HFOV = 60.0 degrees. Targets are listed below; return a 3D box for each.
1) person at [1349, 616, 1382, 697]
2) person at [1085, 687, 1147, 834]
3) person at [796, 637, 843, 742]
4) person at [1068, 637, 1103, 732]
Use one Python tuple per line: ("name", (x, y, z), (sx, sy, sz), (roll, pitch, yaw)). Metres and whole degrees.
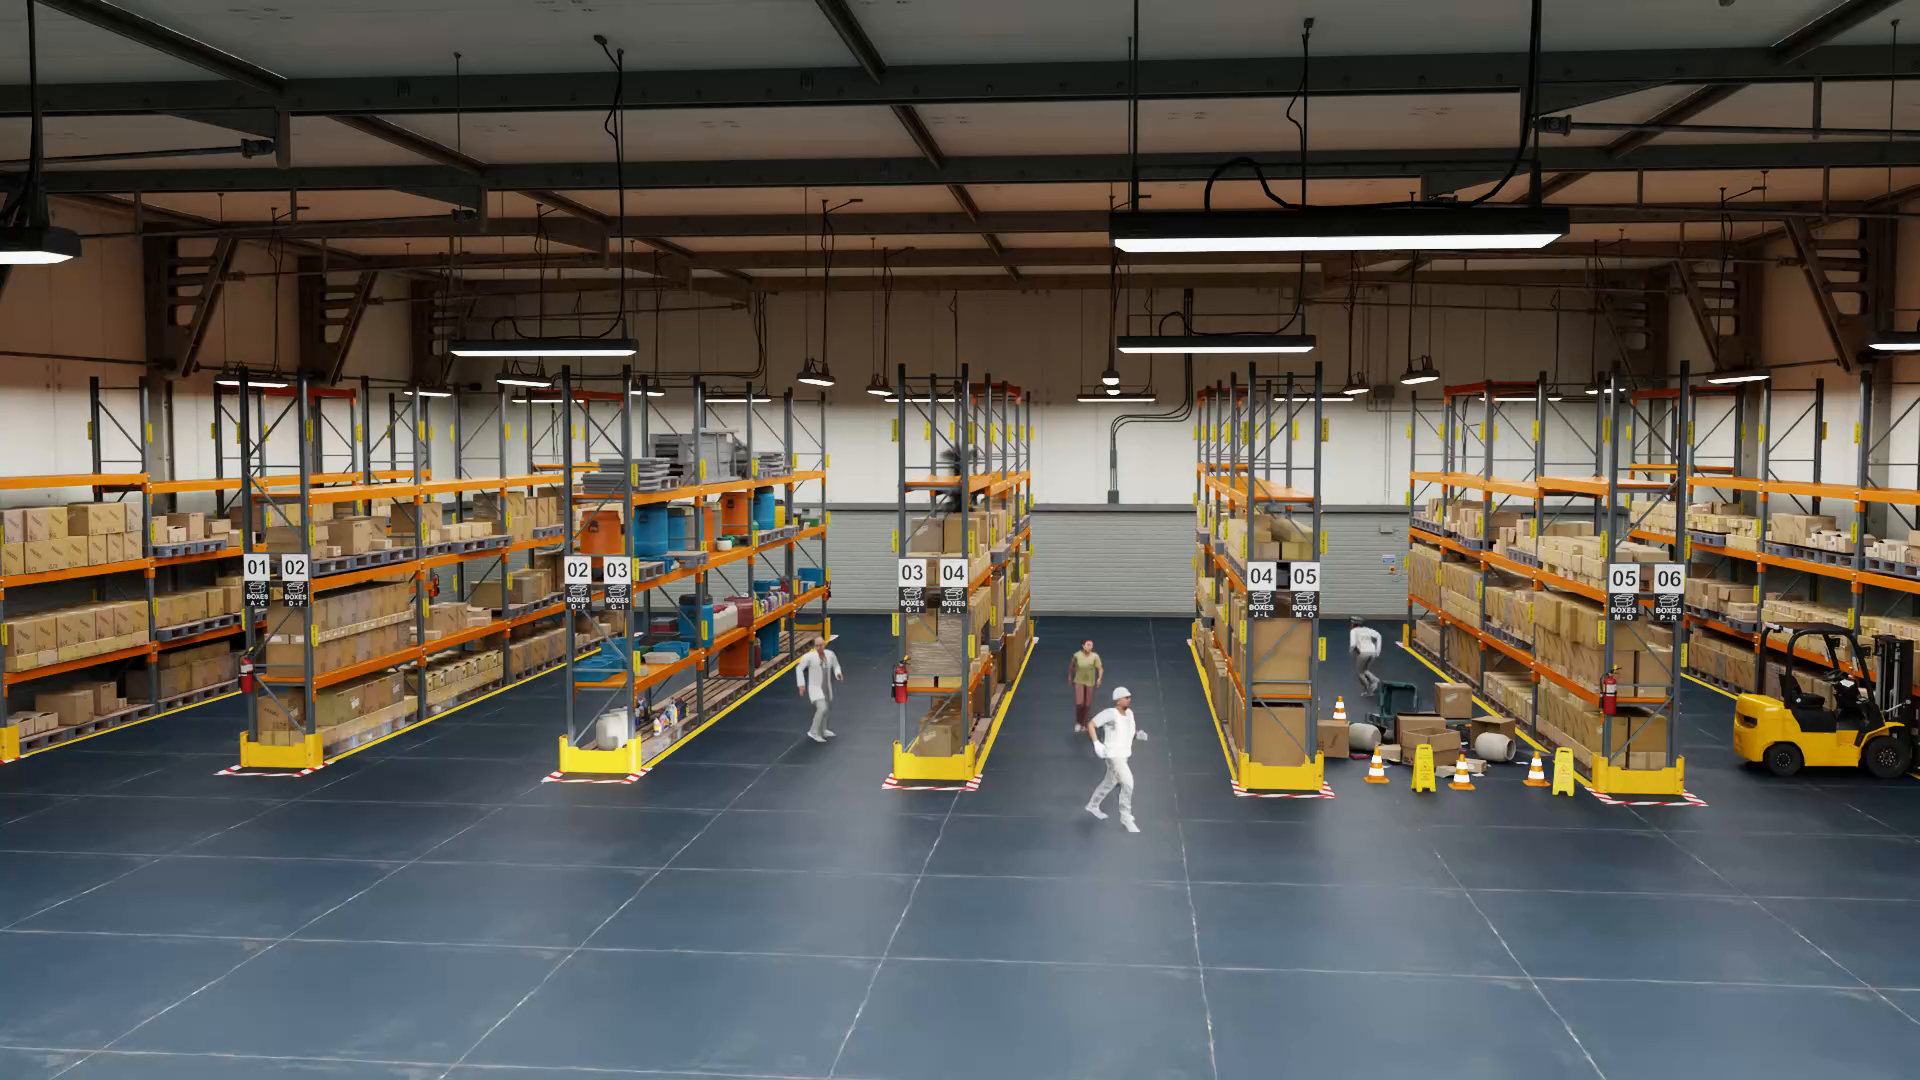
("person", (7.769, 2.231, 31.791), (0.644, 1.488, 0.776), (-1, 4, -22))
("person", (1.932, 2.763, 21.035), (0.899, 1.828, 0.726), (3, 4, 35))
("person", (-2.250, 2.440, 27.130), (0.695, 1.746, 0.874), (-4, 5, -44))
("person", (2.101, 2.405, 27.606), (0.535, 1.614, 0.763), (0, 4, -4))
